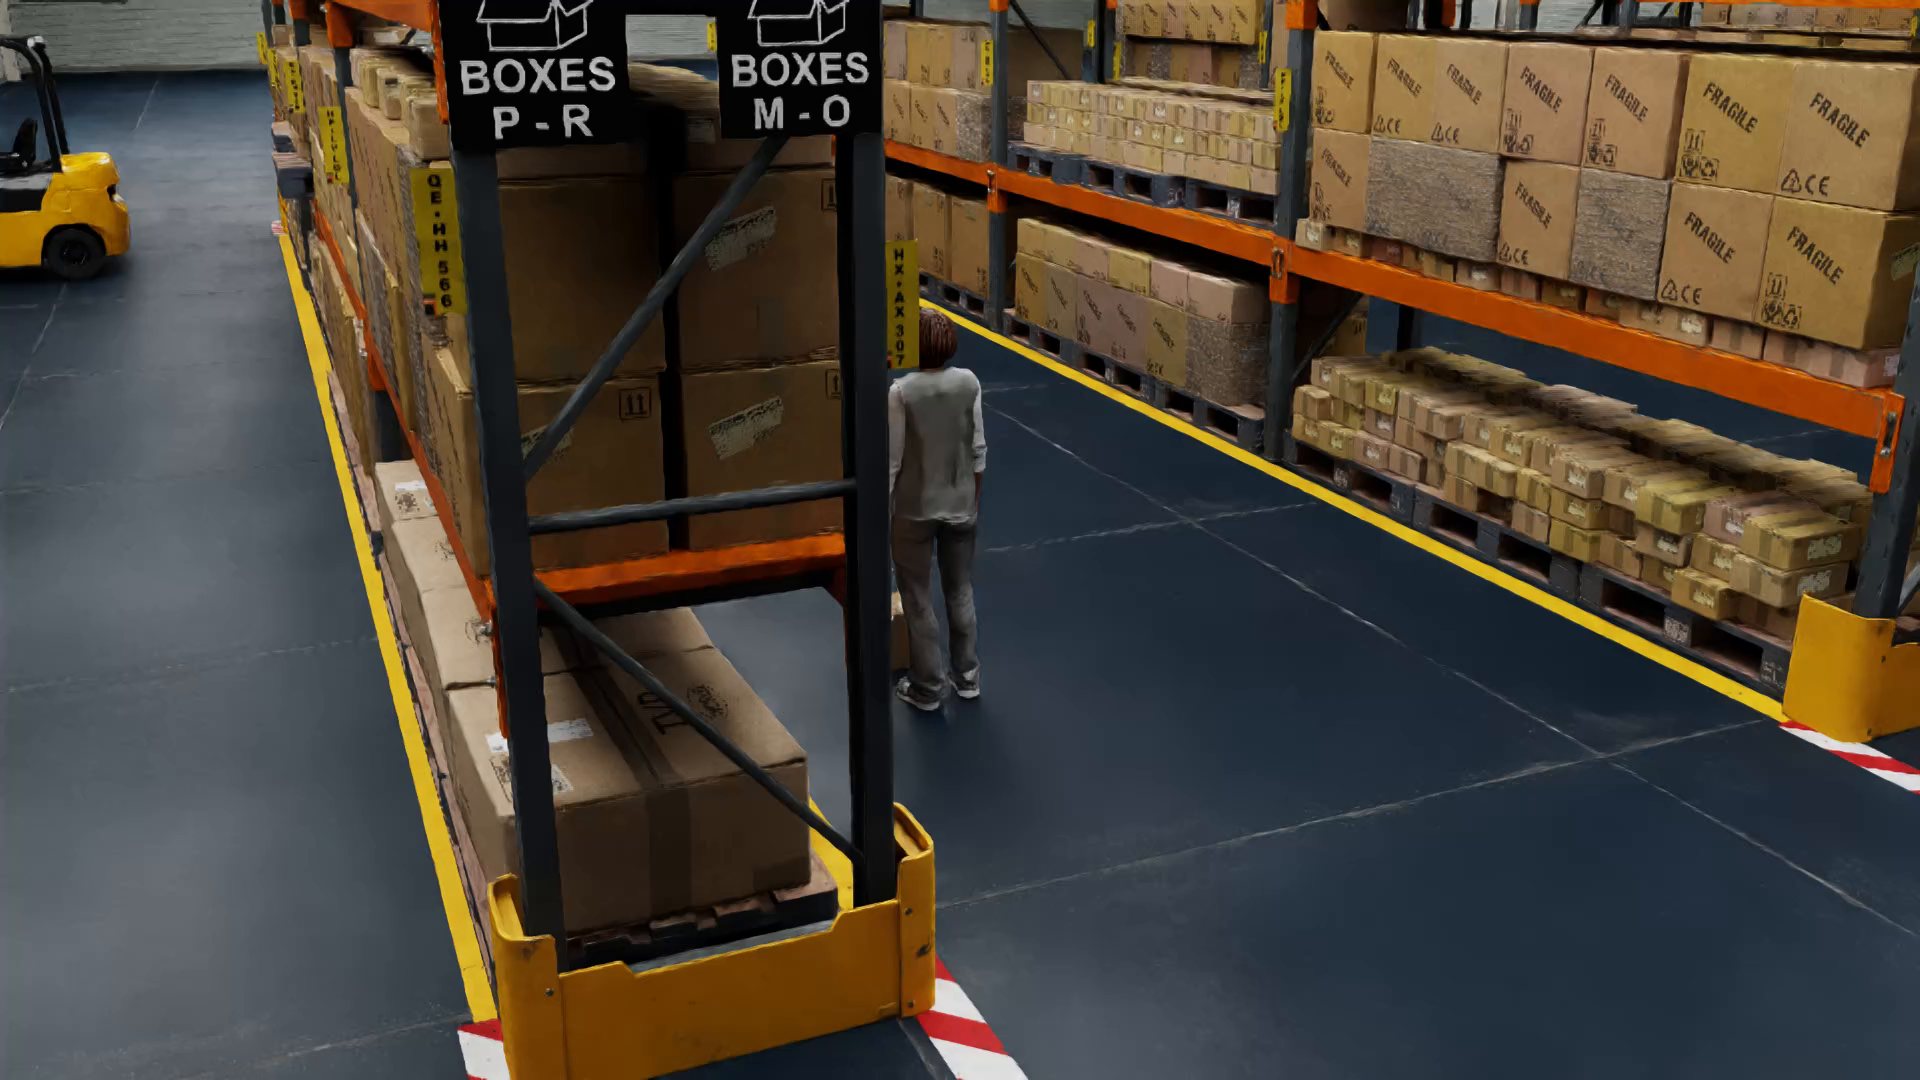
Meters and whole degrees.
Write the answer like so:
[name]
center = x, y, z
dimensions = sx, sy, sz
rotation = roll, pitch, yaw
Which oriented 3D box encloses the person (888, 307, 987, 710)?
[person]
center = -0.122, -0.118, 6.410
dimensions = 0.453, 1.603, 0.367
rotation = -8, 21, -21
